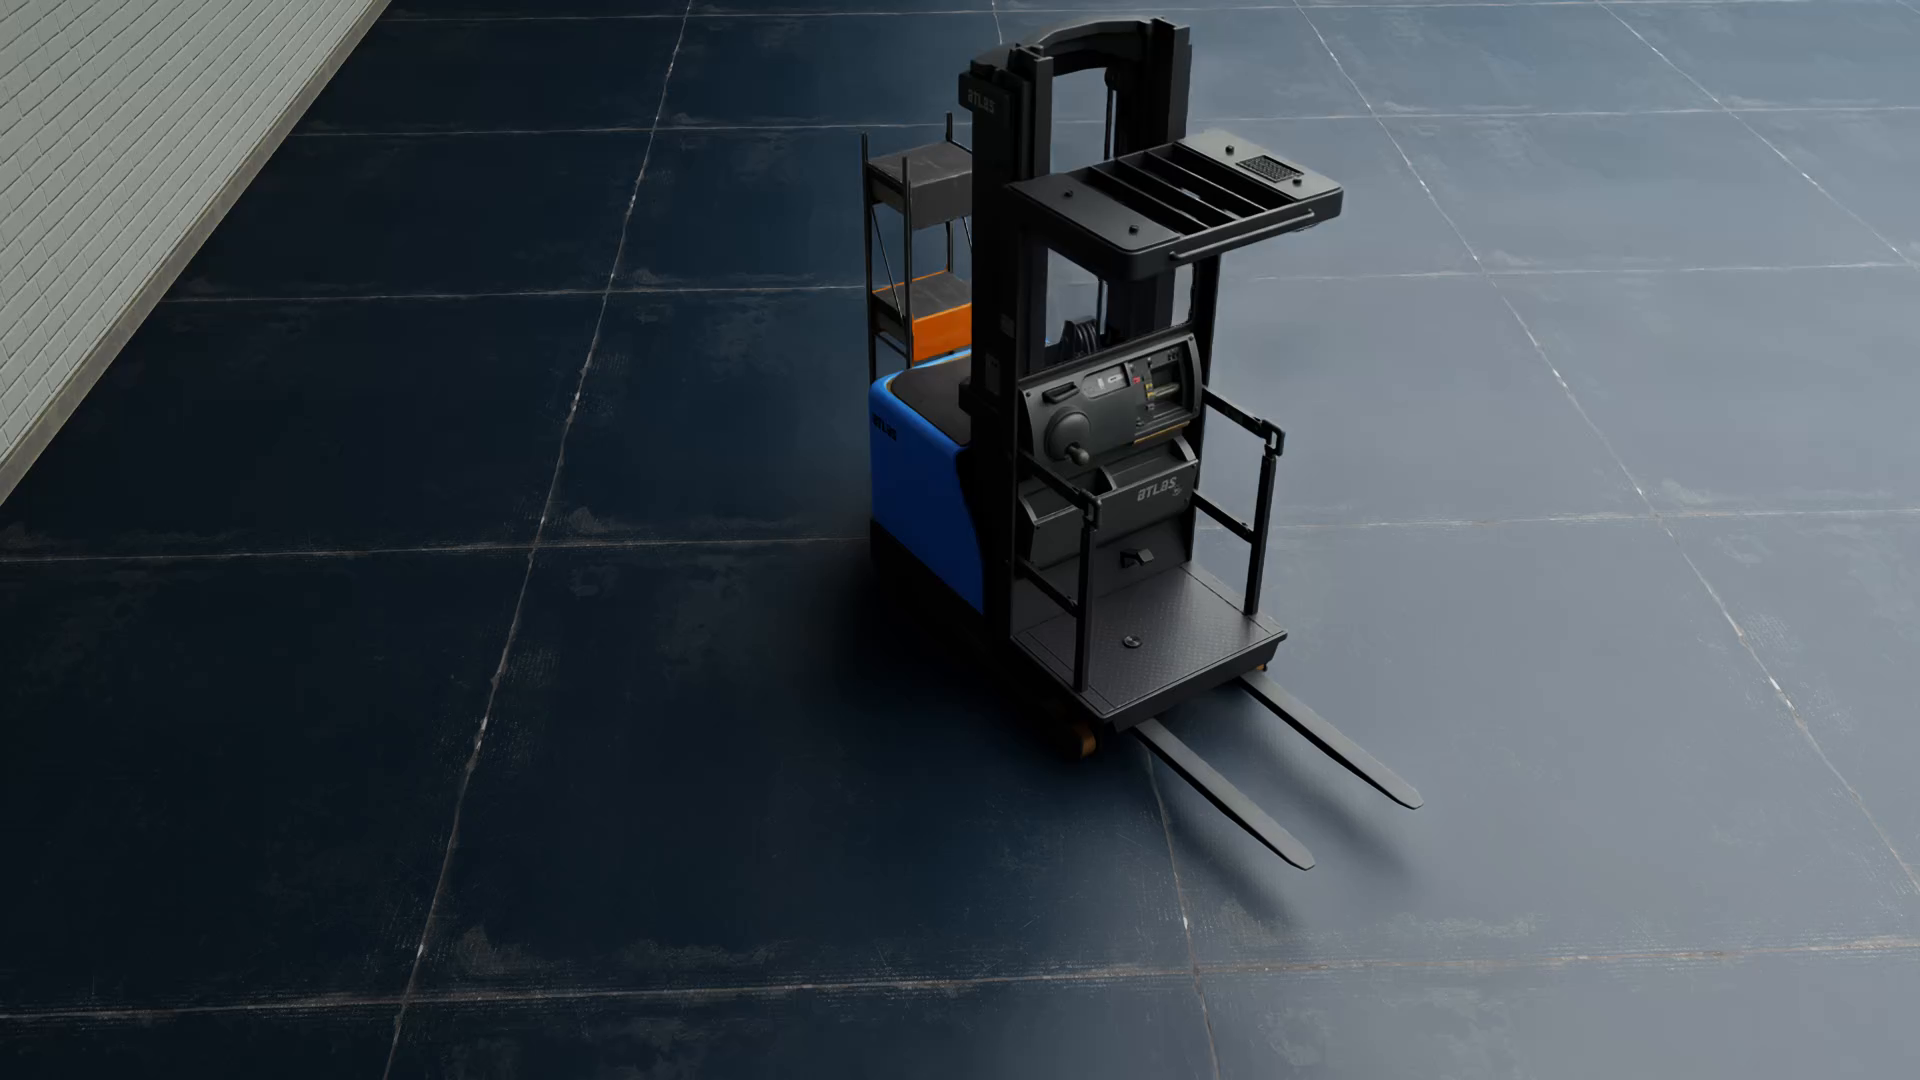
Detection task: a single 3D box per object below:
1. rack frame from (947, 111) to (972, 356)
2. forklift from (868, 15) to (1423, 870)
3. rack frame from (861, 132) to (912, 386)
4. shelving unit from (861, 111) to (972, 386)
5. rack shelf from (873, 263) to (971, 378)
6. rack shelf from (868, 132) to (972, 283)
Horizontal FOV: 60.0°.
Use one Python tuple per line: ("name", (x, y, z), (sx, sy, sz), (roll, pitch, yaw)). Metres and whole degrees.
("rack frame", (0.053, -1.134, 8.579), (0.015, 2.100, 0.400), (-21, 40, -27))
("forklift", (0.783, -0.547, 7.000), (1.130, 2.935, 3.031), (-21, 40, -27))
("rack frame", (-0.352, -0.978, 8.354), (0.015, 2.100, 0.400), (-21, 40, -27))
("shelving unit", (-0.150, -1.056, 8.467), (0.503, 2.100, 0.431), (-21, 40, -27))
("rack shelf", (-0.150, -1.044, 8.474), (0.480, 0.518, 0.431), (-21, 40, -27))
("rack shelf", (-0.150, -1.620, 8.076), (0.480, 0.518, 0.431), (-21, 40, -27))
